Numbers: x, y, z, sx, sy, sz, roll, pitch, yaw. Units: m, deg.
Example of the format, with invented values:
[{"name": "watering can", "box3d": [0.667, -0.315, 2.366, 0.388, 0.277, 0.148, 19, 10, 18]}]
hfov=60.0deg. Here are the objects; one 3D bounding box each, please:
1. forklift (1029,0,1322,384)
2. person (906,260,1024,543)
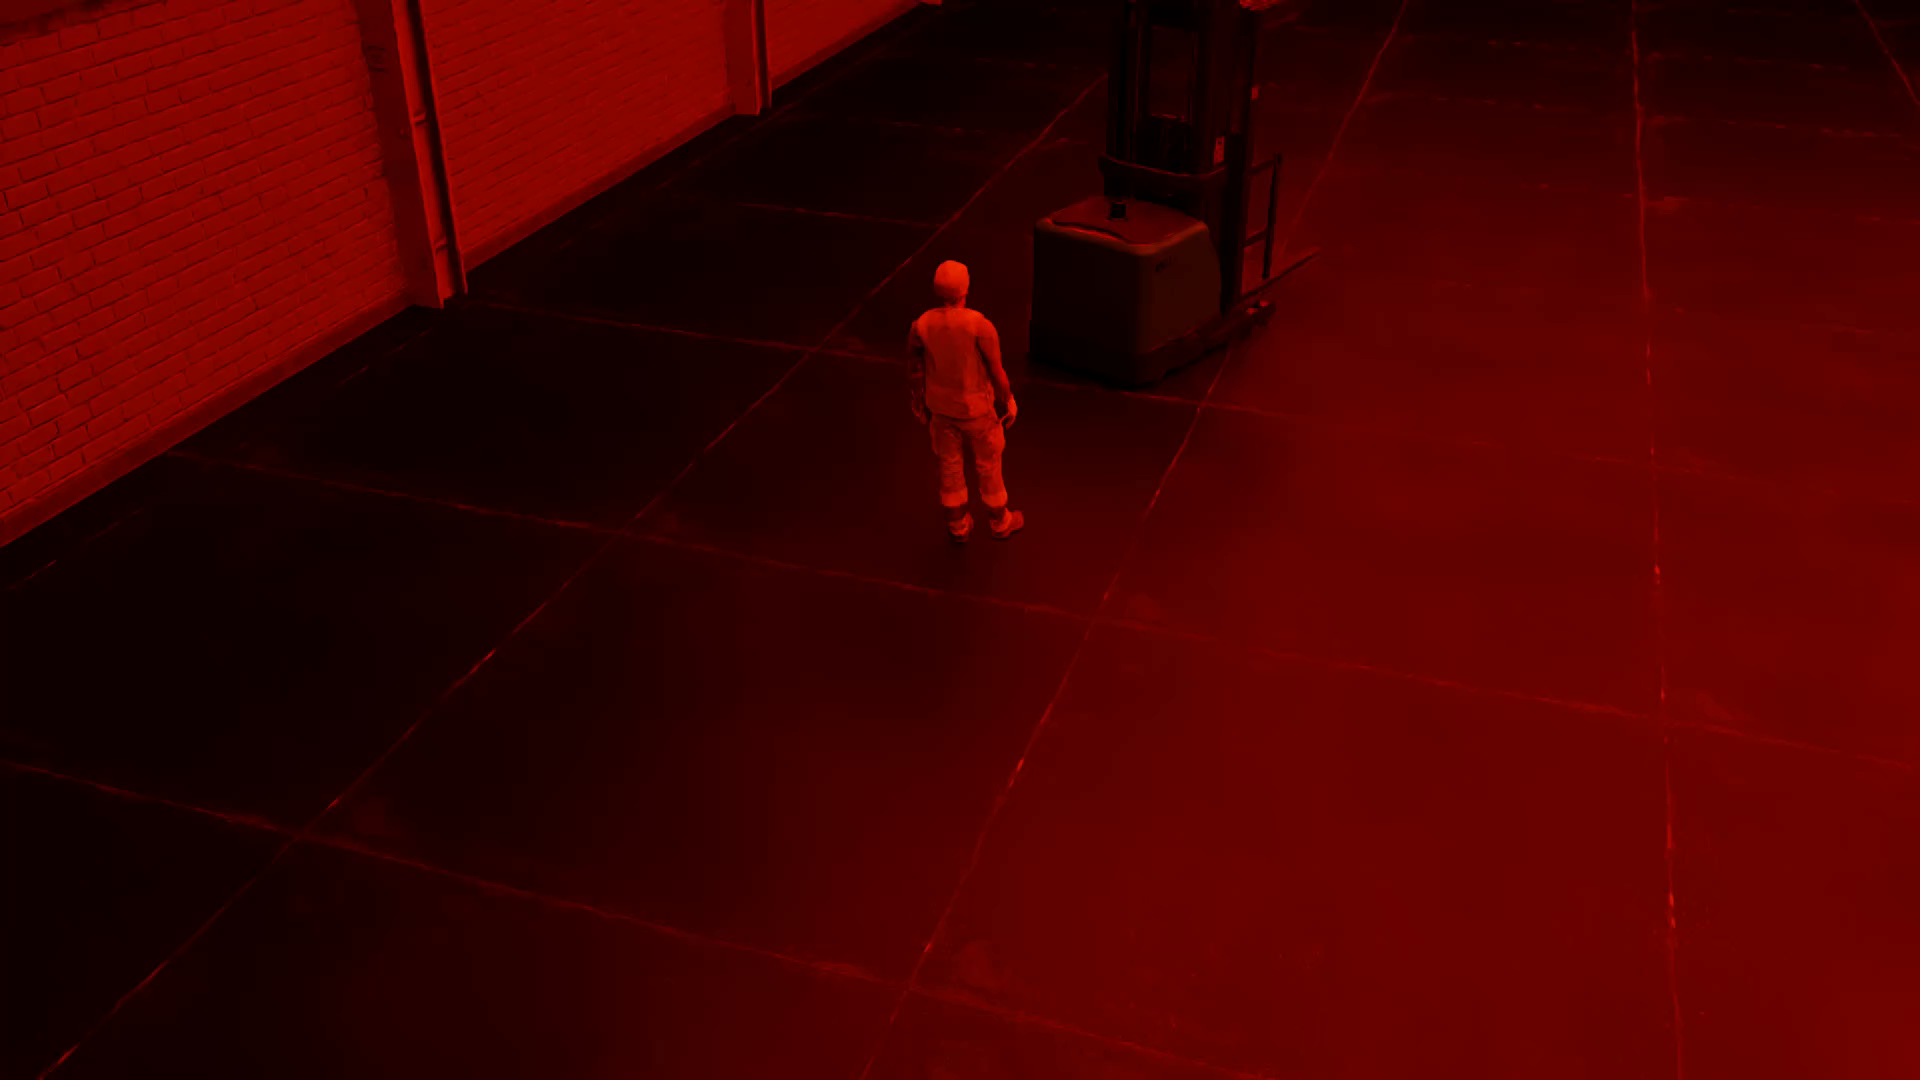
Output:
[{"name": "forklift", "box3d": [1.832, -3.056, 12.497, 1.130, 2.935, 3.031, 22, 36, 33]}, {"name": "person", "box3d": [0.037, -0.819, 9.713, 0.637, 1.787, 0.563, 10, 31, 16]}]
